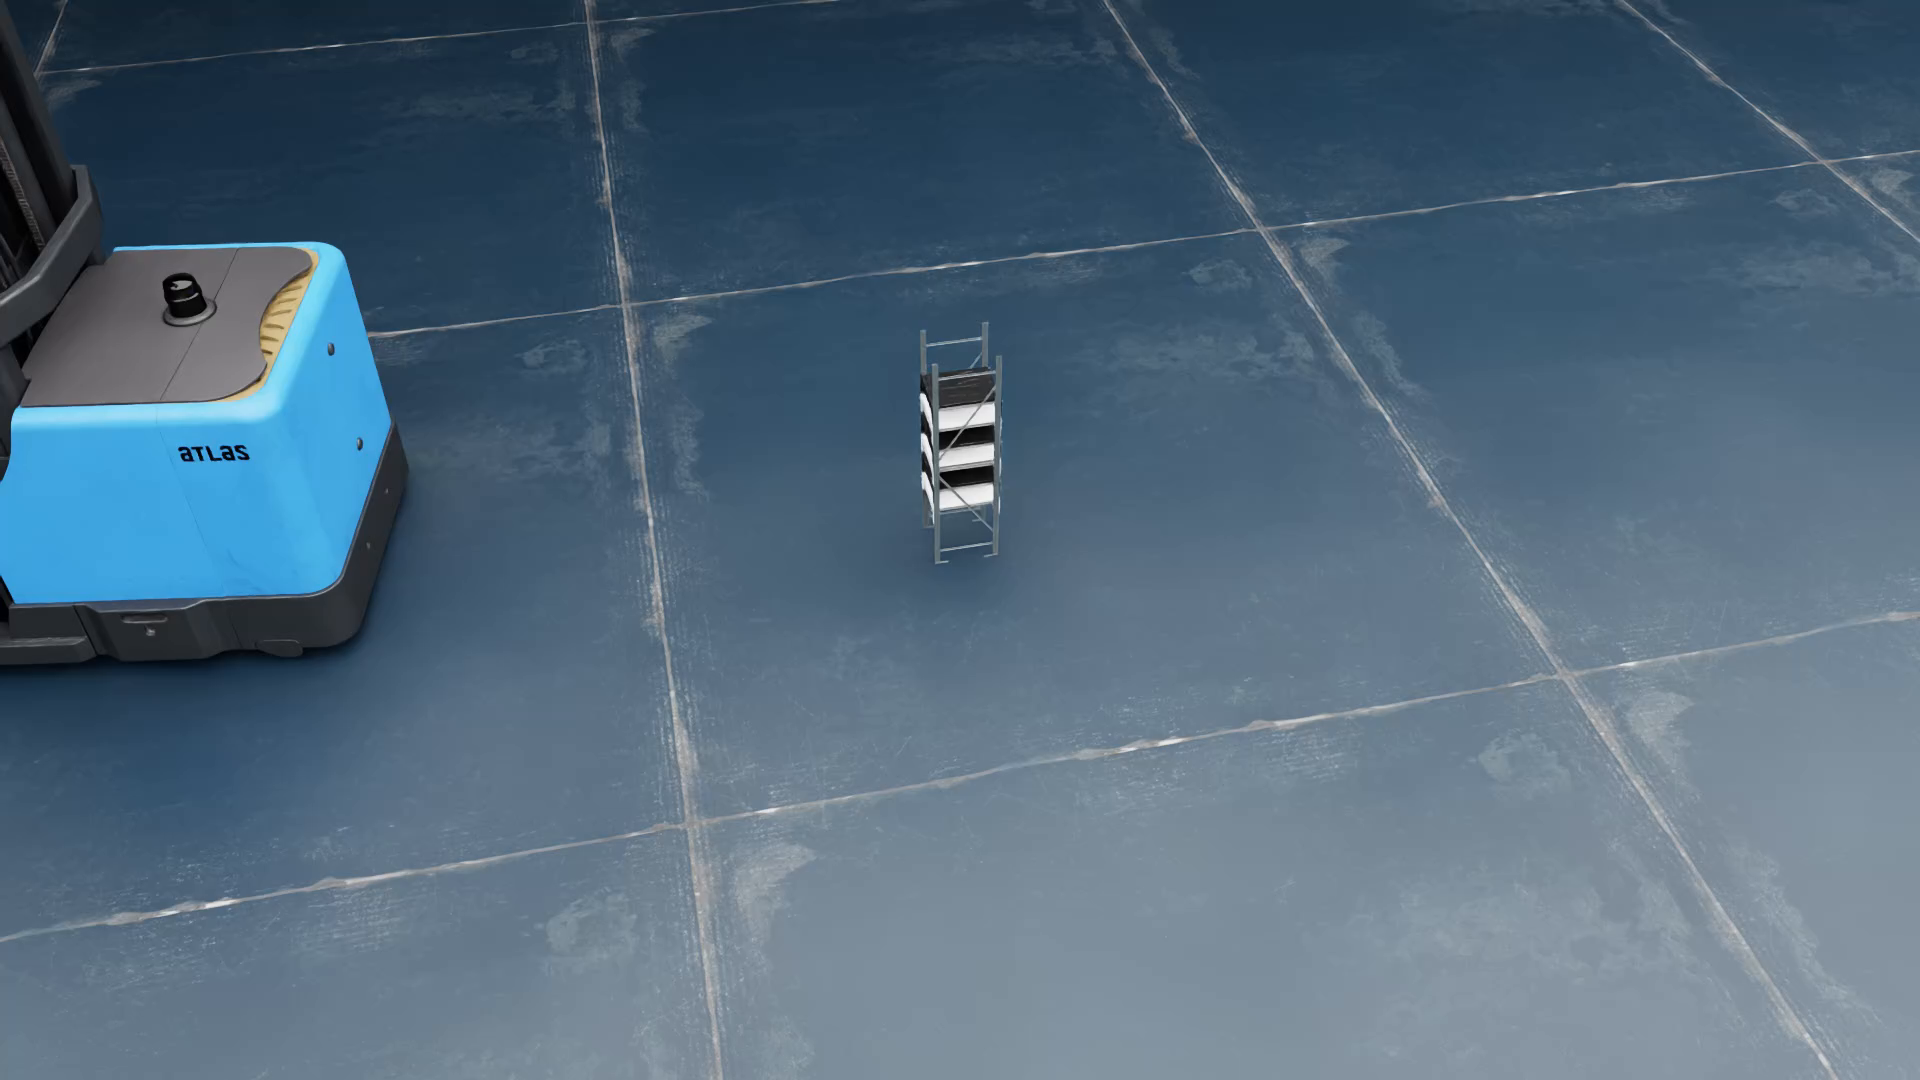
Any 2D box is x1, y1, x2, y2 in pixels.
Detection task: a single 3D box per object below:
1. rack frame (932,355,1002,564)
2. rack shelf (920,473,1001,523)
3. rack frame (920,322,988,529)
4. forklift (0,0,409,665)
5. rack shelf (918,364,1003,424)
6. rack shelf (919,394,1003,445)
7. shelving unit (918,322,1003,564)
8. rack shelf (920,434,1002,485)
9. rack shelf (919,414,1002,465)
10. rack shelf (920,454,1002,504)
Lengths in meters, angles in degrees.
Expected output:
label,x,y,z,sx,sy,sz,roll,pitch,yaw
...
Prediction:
label,x,y,z,sx,sy,sz,roll,pitch,yaw
rack frame,0.024,-0.265,5.871,0.240,0.900,0.006,-8,42,-9
rack shelf,0.002,-0.172,6.087,0.258,0.077,0.200,-8,42,-9
rack frame,-0.020,-0.397,6.020,0.240,0.900,0.006,-8,42,-9
forklift,-3.626,-0.974,5.140,3.031,2.935,1.130,-2,42,-2
rack shelf,0.002,-0.508,5.788,0.258,0.077,0.200,-8,42,-9
rack shelf,0.002,-0.441,5.848,0.258,0.077,0.200,-8,42,-9
shelving unit,0.002,-0.331,5.945,0.258,0.900,0.210,-8,42,-9
rack shelf,0.002,-0.306,5.967,0.258,0.077,0.200,-8,42,-9
rack shelf,0.002,-0.374,5.908,0.258,0.077,0.200,-8,42,-9
rack shelf,0.002,-0.239,6.027,0.258,0.077,0.200,-8,42,-9
